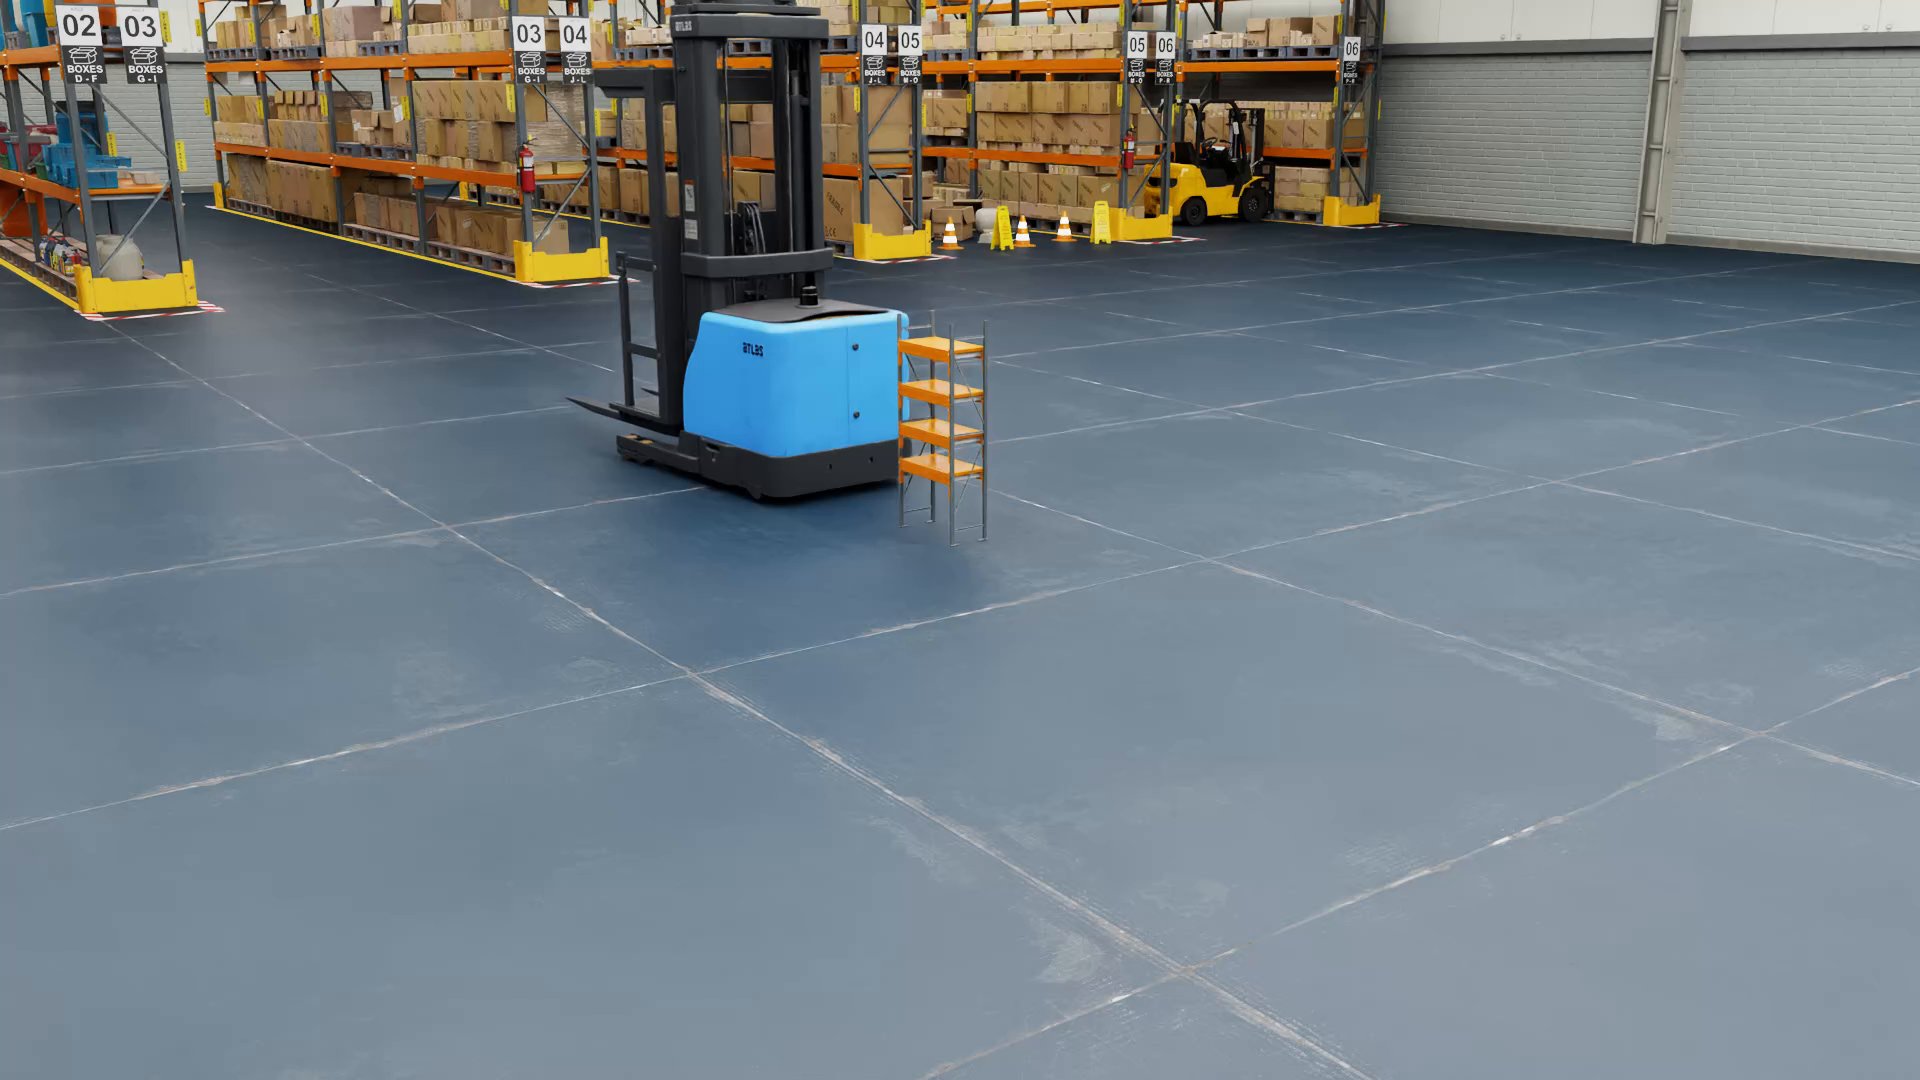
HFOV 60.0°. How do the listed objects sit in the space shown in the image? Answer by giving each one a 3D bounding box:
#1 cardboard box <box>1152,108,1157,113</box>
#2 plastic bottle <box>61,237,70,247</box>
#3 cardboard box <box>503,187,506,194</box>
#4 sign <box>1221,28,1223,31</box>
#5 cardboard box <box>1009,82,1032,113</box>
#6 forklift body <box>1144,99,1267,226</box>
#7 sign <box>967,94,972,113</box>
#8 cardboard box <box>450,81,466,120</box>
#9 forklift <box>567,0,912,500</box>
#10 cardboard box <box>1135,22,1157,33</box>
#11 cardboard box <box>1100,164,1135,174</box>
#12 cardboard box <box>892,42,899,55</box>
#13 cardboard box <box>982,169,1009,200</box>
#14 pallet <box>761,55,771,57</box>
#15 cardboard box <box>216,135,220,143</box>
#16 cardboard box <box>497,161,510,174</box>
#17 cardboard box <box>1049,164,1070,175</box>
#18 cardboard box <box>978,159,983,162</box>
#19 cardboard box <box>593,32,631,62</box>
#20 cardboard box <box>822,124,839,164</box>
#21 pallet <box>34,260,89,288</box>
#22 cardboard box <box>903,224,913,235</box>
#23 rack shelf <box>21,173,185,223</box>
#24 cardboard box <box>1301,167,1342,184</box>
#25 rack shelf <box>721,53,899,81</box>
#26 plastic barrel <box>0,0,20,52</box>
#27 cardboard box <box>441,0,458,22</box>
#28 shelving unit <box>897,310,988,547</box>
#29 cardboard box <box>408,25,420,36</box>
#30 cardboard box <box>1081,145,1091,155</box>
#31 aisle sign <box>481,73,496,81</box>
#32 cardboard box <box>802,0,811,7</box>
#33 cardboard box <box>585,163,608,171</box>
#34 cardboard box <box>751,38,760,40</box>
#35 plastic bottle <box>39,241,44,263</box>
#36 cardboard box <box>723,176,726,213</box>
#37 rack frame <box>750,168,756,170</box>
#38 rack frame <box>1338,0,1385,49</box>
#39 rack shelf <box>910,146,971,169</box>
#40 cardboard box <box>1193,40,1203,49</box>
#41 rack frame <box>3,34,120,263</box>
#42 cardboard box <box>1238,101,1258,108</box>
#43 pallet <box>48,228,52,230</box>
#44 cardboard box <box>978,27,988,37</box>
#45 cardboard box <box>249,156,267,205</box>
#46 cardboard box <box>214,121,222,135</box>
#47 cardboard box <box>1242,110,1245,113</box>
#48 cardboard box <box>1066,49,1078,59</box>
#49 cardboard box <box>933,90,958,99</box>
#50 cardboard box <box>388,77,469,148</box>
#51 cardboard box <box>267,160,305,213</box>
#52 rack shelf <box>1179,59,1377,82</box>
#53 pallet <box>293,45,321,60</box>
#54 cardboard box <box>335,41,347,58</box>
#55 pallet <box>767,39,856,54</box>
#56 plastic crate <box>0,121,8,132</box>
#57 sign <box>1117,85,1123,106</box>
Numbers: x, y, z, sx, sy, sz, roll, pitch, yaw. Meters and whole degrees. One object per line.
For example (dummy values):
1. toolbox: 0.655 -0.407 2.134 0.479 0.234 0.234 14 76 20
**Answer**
1. cardboard box: 3.975 -8.470 32.921 0.380 0.149 0.250 -11 19 -35
2. plastic bottle: -11.157 -3.599 20.729 0.144 0.351 0.185 -11 19 -35
3. cardboard box: -9.252 -7.250 34.487 0.380 0.149 0.250 -10 18 -33
4. sign: 5.071 -9.778 32.308 0.100 0.325 0.005 -11 19 -35
5. cardboard box: 1.249 -7.508 28.181 0.700 0.500 0.500 -11 19 -36
6. forklift body: 4.384 -6.815 29.903 2.313 2.155 1.214 -11 19 -35
7. sign: 0.163 -7.658 29.179 0.100 0.325 0.005 -11 19 -35
8. cardboard box: -6.455 -5.868 22.186 0.500 0.500 0.500 -11 19 -35
9. forklift: -1.620 -1.978 10.749 1.130 2.935 3.031 -12 20 -38
10. cardboard box: 2.918 -8.150 26.453 0.380 0.149 0.250 -11 19 -35
11. cardboard box: 3.413 -7.451 34.321 0.875 0.625 0.625 -12 19 -37
12. cardboard box: -0.822 -9.215 31.187 0.797 0.503 0.637 -11 19 -35
13. cardboard box: 0.739 -6.256 29.244 0.500 0.500 0.500 -10 18 -32
14. pallet: -3.515 -10.061 34.833 0.805 0.209 1.217 -12 19 -37
15. cardboard box: -14.520 -7.962 32.960 0.380 0.149 0.250 -11 19 -34
16. cardboard box: -5.724 -4.800 21.408 0.380 0.149 0.250 -11 19 -35
17. cardboard box: 1.711 -6.192 27.781 0.380 0.149 0.250 -10 18 -32
18. cardboard box: 0.589 -8.642 37.679 0.380 0.149 0.250 -11 19 -35
19. cardboard box: -6.228 -8.828 29.776 0.500 0.500 0.500 -11 19 -35
20. cardboard box: -1.578 -5.801 24.303 0.875 0.550 0.550 -11 19 -35
21. pallet: -11.051 -3.384 21.041 1.003 0.211 1.213 -11 19 -35
22. cardboard box: -0.834 -4.996 26.828 0.396 0.266 0.258 -7 17 -25
23. rack shelf: -10.236 -4.105 19.755 1.077 0.370 4.000 -11 19 -35
24. cardboard box: 6.452 -6.512 29.704 0.500 0.250 0.500 -10 18 -33
25. rack shelf: -2.158 -7.069 24.902 1.077 0.370 4.000 -11 19 -35
26. plastic barrel: -11.887 -6.642 21.032 0.600 0.901 0.708 -11 19 -35
27. cardboard box: -6.935 -7.471 23.308 0.500 0.500 0.500 -12 19 -36
28. shelving unit: -0.097 -0.614 9.047 0.258 1.200 0.503 -11 19 -35
29. cardboard box: -7.464 -7.097 23.172 0.380 0.149 0.250 -12 19 -36
30. cardboard box: 2.197 -6.352 27.079 0.380 0.149 0.250 -11 19 -35
31. aisle sign: -10.190 -10.275 36.009 0.394 0.787 0.004 -11 19 -35
32. cardboard box: -2.051 -7.739 23.968 0.380 0.149 0.250 -11 19 -34
33. cardboard box: -6.892 -6.931 31.238 0.500 0.250 0.500 -10 18 -33
34. cardboard box: -2.949 -7.680 25.263 0.380 0.149 0.250 -11 19 -35
35. plastic bottle: -11.579 -3.639 21.025 0.097 0.271 0.097 0 15 0
36. cardboard box: -3.772 -5.632 27.438 1.050 0.750 0.750 -11 19 -35
37. rack frame: -4.094 -8.894 35.891 1.000 3.000 0.127 -11 19 -35
38. rack frame: 6.975 -9.997 28.554 1.000 3.000 0.127 -11 19 -35
39. rack shelf: -0.566 -7.266 31.305 1.077 0.370 4.000 -11 19 -35
40. cardboard box: 4.641 -9.391 31.513 0.380 0.149 0.250 -10 18 -33
41. rack frame: -11.412 -4.879 21.220 1.000 3.000 0.127 -11 19 -35
42. cardboard box: 5.392 -8.085 30.952 0.380 0.149 0.250 -11 19 -35
43. pallet: -14.975 -4.810 26.252 1.003 0.211 1.213 -11 19 -35
44. cardboard box: 0.531 -8.778 28.750 0.380 0.149 0.250 -11 19 -36
45. cardboard box: -12.962 -6.879 31.758 0.875 0.875 0.875 -11 19 -35
46. cardboard box: -14.398 -8.137 32.844 0.500 0.250 0.500 -11 19 -36
47. cardboard box: 5.327 -7.932 30.955 0.380 0.149 0.250 -12 19 -36
48. cardboard box: 1.945 -7.911 27.091 0.380 0.149 0.250 -11 19 -35
49. cardboard box: -0.260 -8.102 30.218 0.380 0.149 0.250 -12 19 -36
50. cardboard box: -7.760 -6.331 24.594 1.000 1.000 1.000 -11 19 -34
51. cardboard box: -11.717 -6.400 30.008 1.225 0.875 0.875 -11 19 -34
52. rack shelf: 5.799 -8.630 30.606 1.077 0.370 4.000 -11 19 -35
53. pallet: -10.179 -7.987 27.251 1.213 0.211 1.003 -10 18 -32
54. cardboard box: -9.386 -7.627 25.862 0.500 0.250 0.500 -10 18 -33
55. pallet: -2.149 -7.363 24.784 1.003 0.211 1.213 -11 19 -35
56. plastic crate: -16.438 -6.877 28.284 0.402 0.464 0.583 -11 19 -35
57. sign: 2.501 -6.961 26.035 0.100 0.325 0.005 -11 19 -35
